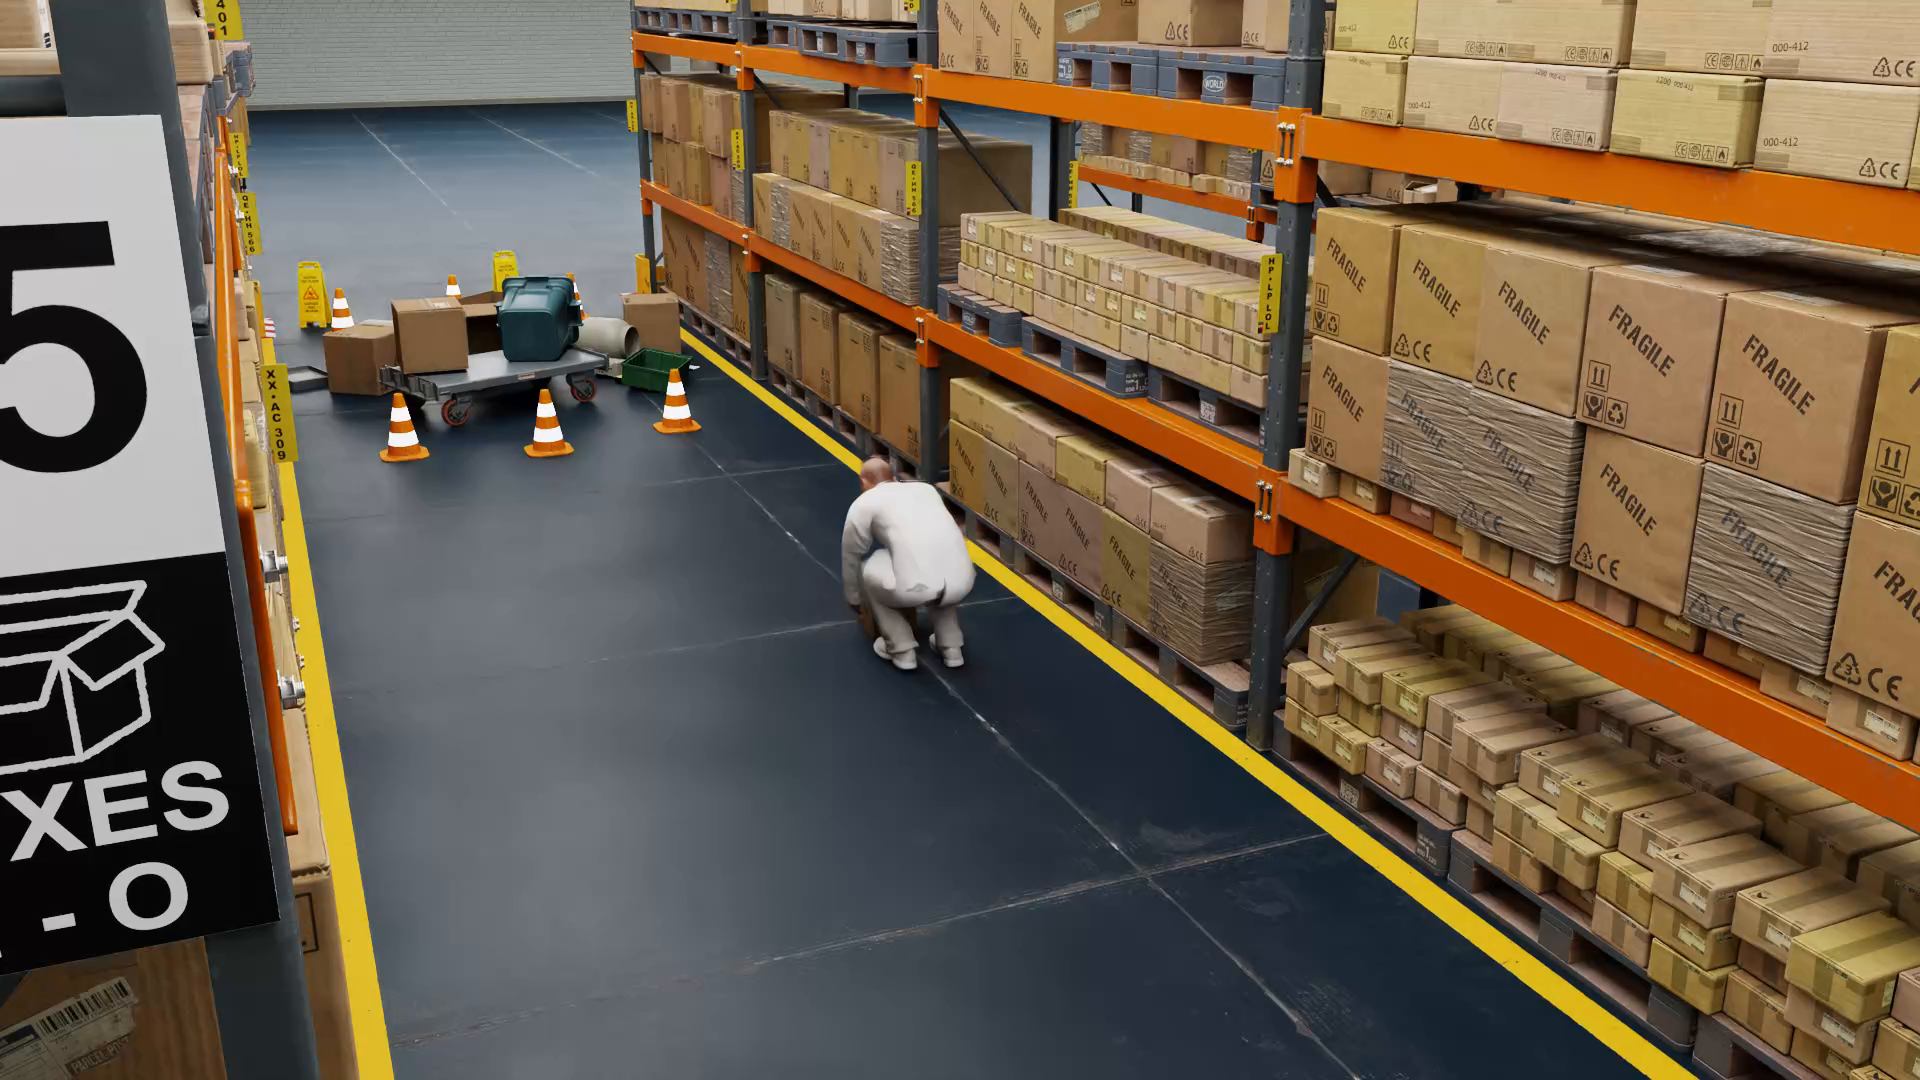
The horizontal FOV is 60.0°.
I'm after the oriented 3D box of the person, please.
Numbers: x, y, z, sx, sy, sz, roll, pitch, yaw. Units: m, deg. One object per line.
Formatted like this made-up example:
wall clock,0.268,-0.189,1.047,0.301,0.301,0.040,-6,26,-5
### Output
person,-0.269,0.124,8.496,0.610,0.965,0.898,-8,20,-22
